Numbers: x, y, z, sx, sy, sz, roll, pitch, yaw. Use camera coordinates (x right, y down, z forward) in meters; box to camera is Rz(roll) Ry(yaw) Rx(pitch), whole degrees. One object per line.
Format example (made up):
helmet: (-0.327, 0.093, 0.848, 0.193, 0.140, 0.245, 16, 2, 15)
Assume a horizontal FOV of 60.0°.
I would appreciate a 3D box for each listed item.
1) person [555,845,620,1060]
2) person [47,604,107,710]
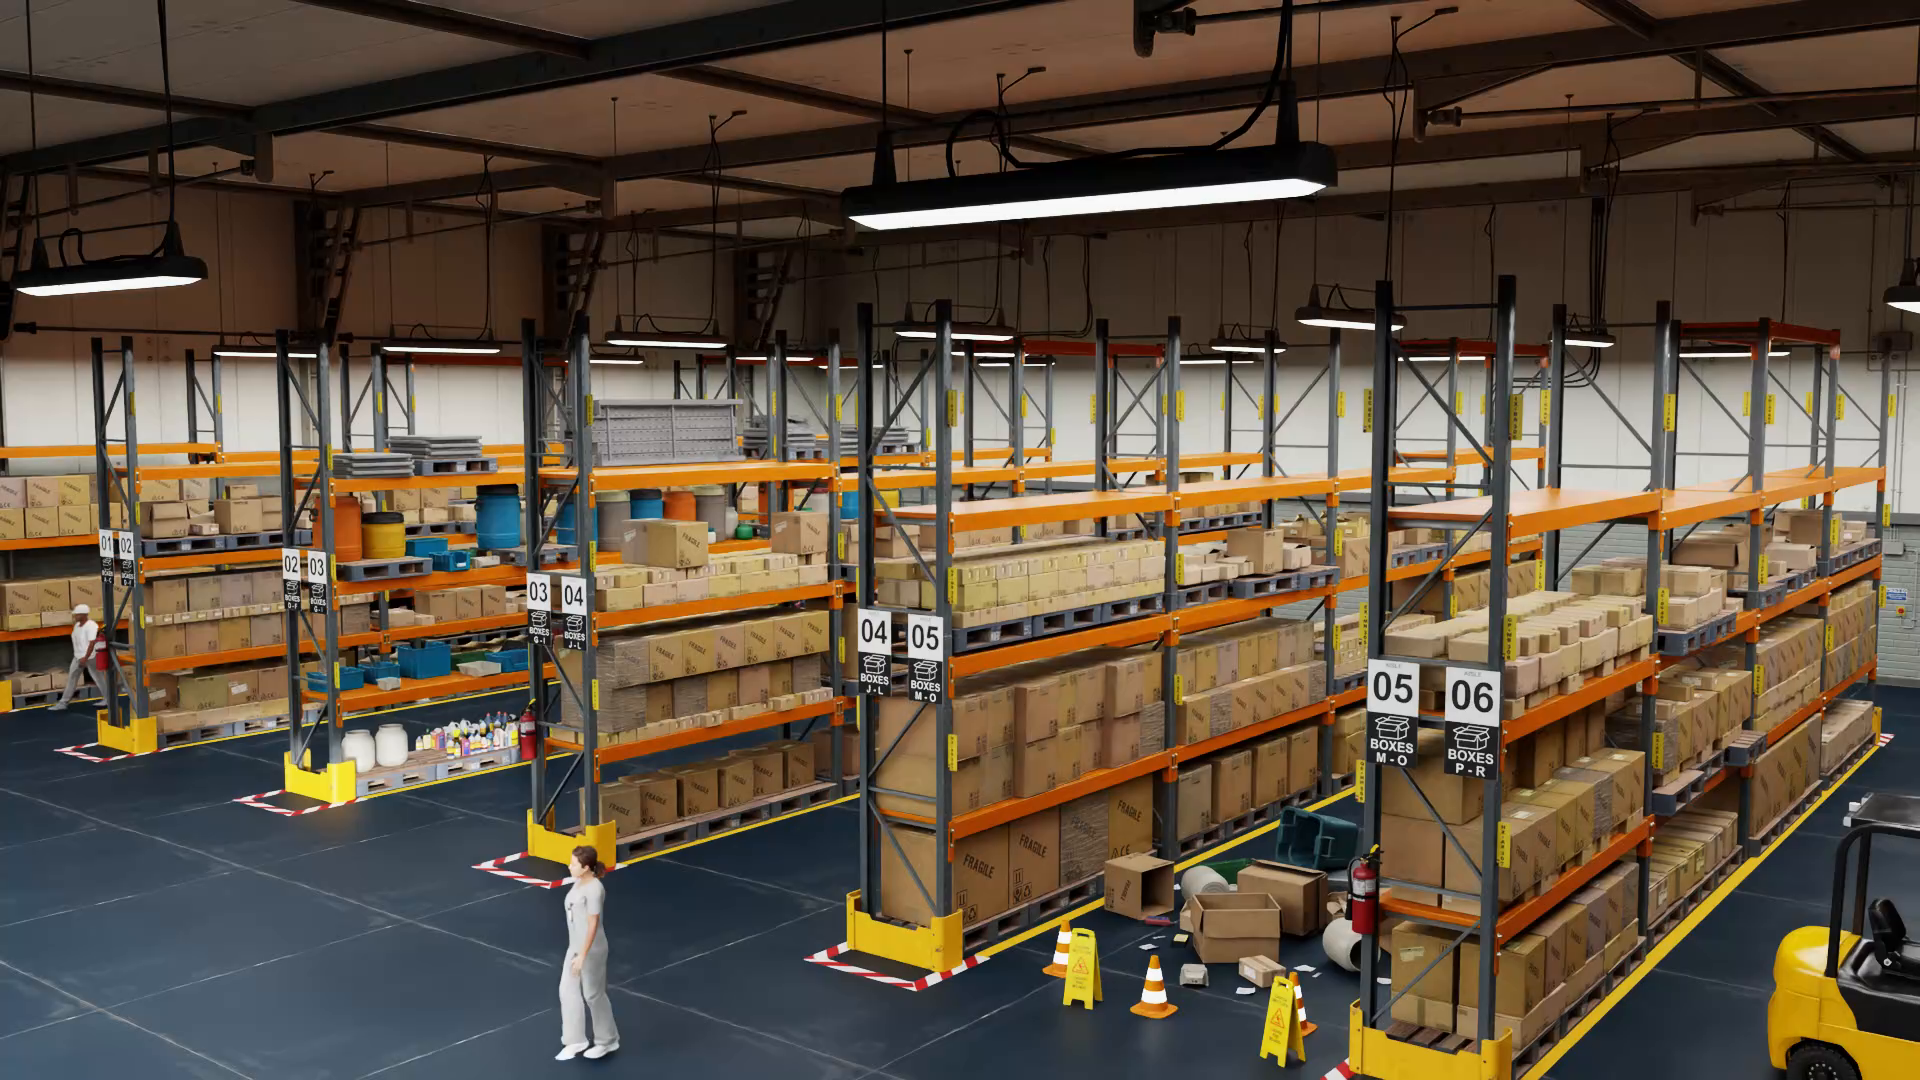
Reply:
person: (-2.914, 3.227, 12.937, 0.493, 1.738, 0.495, -3, 6, -31)
person: (-14.391, 1.912, 27.233, 0.584, 1.712, 0.989, 2, 5, 24)
